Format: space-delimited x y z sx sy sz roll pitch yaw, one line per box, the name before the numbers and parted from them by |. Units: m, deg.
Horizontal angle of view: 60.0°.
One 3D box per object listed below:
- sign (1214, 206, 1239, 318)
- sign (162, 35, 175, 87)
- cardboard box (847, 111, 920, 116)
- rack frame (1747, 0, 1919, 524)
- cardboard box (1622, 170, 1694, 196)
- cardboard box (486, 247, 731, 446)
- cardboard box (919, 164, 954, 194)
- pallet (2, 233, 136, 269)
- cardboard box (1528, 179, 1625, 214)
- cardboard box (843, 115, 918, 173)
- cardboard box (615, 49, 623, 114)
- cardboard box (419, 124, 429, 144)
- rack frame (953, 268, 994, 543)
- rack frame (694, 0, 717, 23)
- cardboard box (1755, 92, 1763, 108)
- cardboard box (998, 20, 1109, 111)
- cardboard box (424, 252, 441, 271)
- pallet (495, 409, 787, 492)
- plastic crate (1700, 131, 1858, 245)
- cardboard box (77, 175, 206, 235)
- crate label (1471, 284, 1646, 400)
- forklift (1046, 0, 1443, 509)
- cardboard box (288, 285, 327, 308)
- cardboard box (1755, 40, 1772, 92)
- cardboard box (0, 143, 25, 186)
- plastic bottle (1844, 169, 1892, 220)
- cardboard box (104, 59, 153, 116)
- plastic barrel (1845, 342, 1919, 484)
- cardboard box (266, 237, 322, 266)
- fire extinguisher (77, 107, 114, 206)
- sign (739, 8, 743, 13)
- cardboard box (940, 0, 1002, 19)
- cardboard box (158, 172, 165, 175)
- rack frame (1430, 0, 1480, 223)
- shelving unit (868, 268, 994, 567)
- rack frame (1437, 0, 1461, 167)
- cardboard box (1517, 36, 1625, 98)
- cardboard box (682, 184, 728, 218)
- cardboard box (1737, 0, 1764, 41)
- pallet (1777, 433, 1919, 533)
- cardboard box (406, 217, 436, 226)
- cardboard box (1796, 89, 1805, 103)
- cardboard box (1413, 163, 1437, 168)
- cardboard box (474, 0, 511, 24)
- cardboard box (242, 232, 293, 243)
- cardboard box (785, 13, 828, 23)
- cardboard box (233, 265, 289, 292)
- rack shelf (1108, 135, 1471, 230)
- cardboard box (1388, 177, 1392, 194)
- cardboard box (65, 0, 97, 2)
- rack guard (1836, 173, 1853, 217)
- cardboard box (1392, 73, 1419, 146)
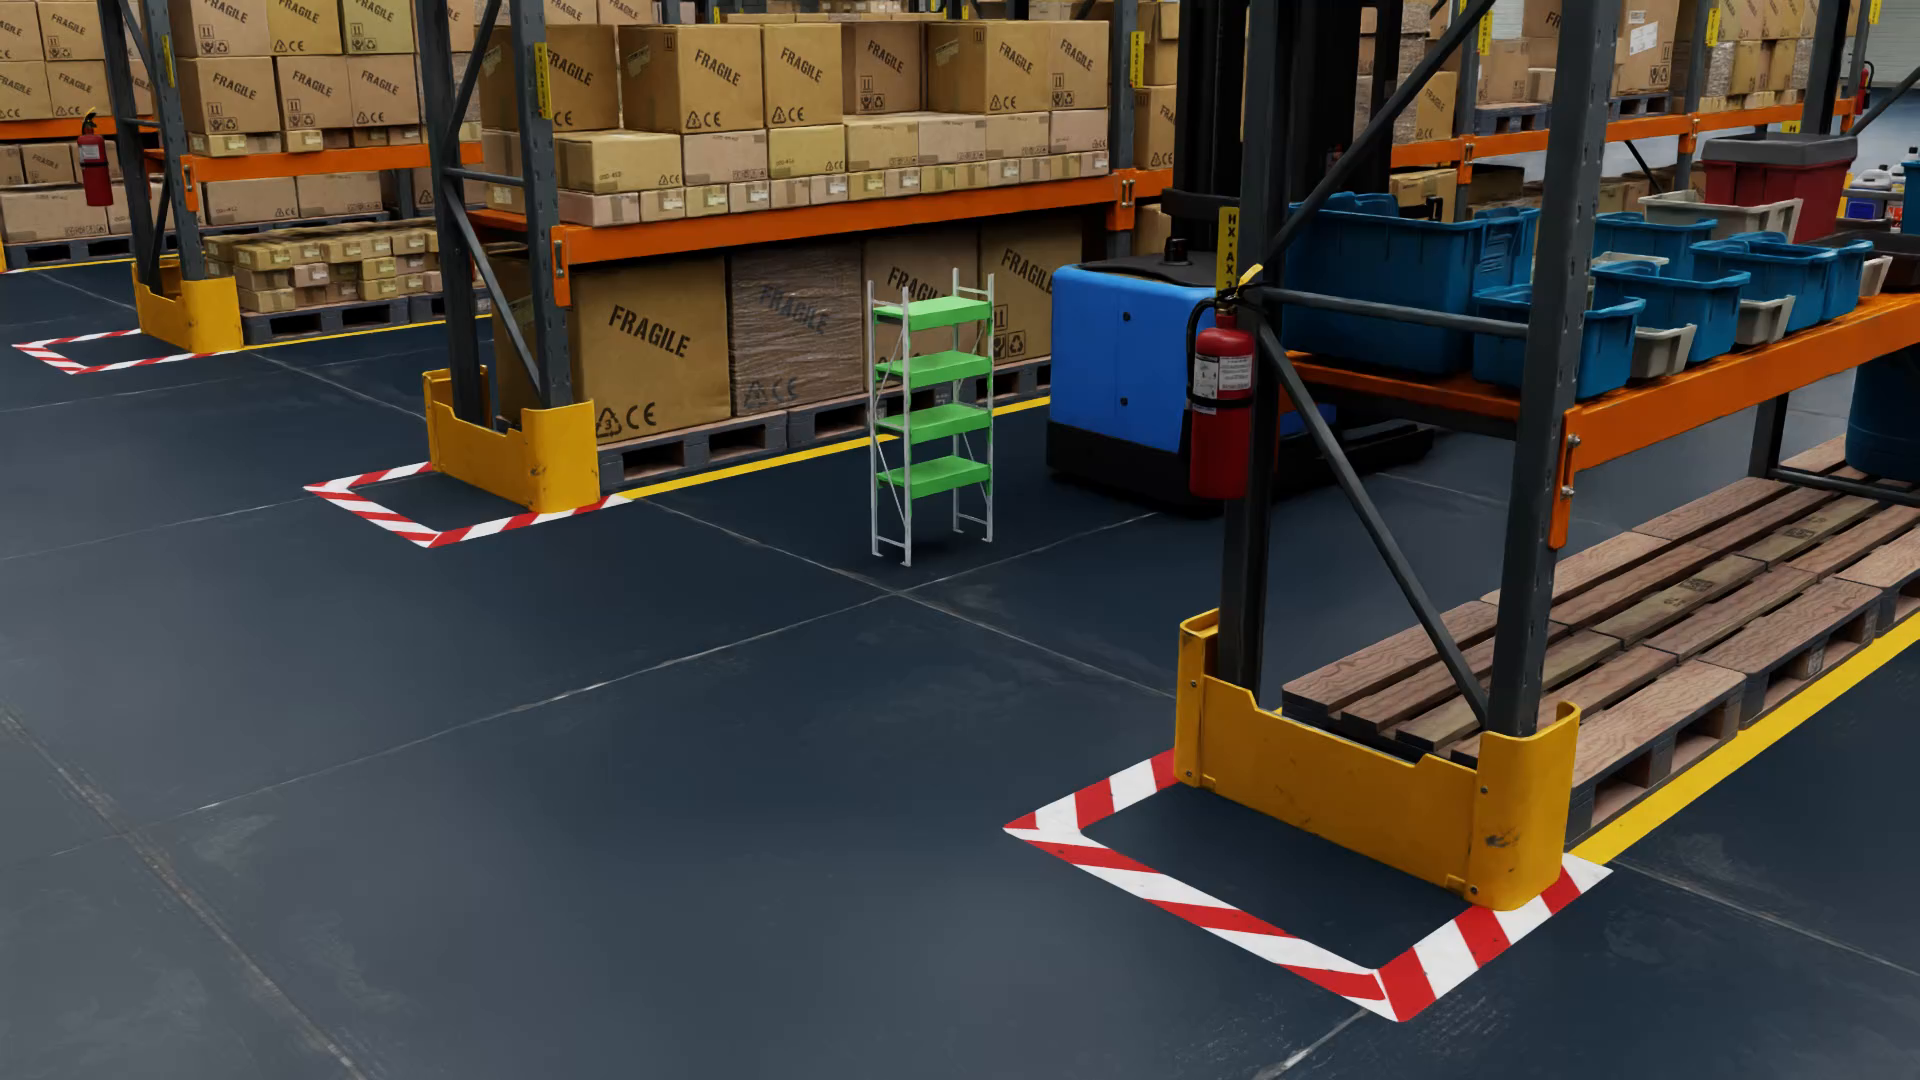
sign | 0.787 -0.801 4.827 0.005 0.325 0.100 -16 24 -41
sign | -5.188 -3.137 10.892 0.005 0.325 0.100 -16 24 -41
cardboard box | -0.578 -2.375 9.708 0.500 0.250 0.500 -16 24 -39
rack frame | 4.083 -1.451 7.097 0.127 3.000 1.000 -16 24 -41
cardboard box | 6.811 -3.343 16.303 0.500 0.500 0.500 17 25 42
cardboard box | -1.816 -1.056 8.643 0.875 0.875 0.875 -16 24 -41
cardboard box | -0.250 -2.031 9.293 0.250 0.149 0.380 -17 24 -42
pallet | -8.508 -2.795 15.763 1.213 0.211 1.003 -16 24 -41
cardboard box | 5.673 -3.054 15.381 0.500 0.500 0.700 -16 24 -41
cardboard box | -0.576 -2.154 9.025 0.500 0.250 0.500 -17 24 -42
cardboard box | -2.811 -3.717 13.442 0.500 0.500 0.500 -16 24 -41
cardboard box | -4.001 -3.064 12.479 0.250 0.149 0.380 -15 23 -39
rack frame | 0.057 -0.587 7.351 0.015 1.200 0.240 -16 24 -41
rack frame | -3.222 -5.630 19.984 0.127 3.000 1.000 -16 24 -41
cardboard box | 7.747 -4.385 16.554 0.250 0.149 0.380 -16 24 -41
cardboard box | 0.530 -2.831 9.897 0.500 0.500 0.500 -15 23 -39
cardboard box | -4.091 -2.176 12.793 0.250 0.149 0.380 -15 23 -38
pallet | -1.699 -0.574 8.913 1.213 0.211 1.003 -16 24 -41
plastic crate | 3.262 -1.377 6.668 0.583 0.464 0.402 -16 24 -41
cardboard box | -7.965 -3.273 16.191 0.875 0.438 0.875 -15 24 -39
crate label | 1.582 -0.531 4.433 0.303 0.233 0.416 -16 24 -41
forklift | 1.881 -1.896 8.580 3.031 2.935 1.130 -15 23 -38
cardboard box | -4.826 -1.803 12.124 0.250 0.149 0.380 -16 24 -41
cardboard box | 7.544 -4.753 16.638 0.500 0.500 0.875 -16 24 -41
cardboard box | -11.290 -4.337 19.371 0.500 0.500 0.700 -15 23 -39
plastic bottle | 4.147 -1.548 7.597 0.135 0.276 0.152 -16 24 -41
cardboard box | -7.758 -4.236 15.526 0.500 0.500 0.500 -16 24 -41
plastic barrel | 4.490 -0.764 7.700 0.708 0.901 0.600 -16 24 -41
cardboard box | -4.829 -2.093 12.055 0.250 0.149 0.380 -16 24 -40
fire extinguisher | -6.061 -2.682 11.624 0.183 0.674 0.296 -16 24 -41
sign | -3.349 -7.982 25.492 0.005 0.325 0.100 -16 24 -41
cardboard box | 0.153 -7.186 22.521 0.500 0.500 0.700 -17 24 -41
cardboard box | -9.744 -4.553 20.606 0.380 0.149 0.250 17 25 42
rack frame | 3.587 -3.409 13.135 0.127 3.000 1.000 -16 24 -41
shelving unit | -0.120 -0.536 7.191 0.503 1.200 0.258 -16 24 -41
rack frame | 6.065 -6.237 21.857 0.127 3.000 1.000 -16 24 -41
cardboard box | 5.297 -4.117 14.471 0.637 0.503 0.797 -13 22 -35
cardboard box | -1.370 -1.704 8.285 0.250 0.149 0.380 -17 25 -42
cardboard box | 7.357 -5.066 15.979 0.500 0.500 0.500 -16 24 -41
pallet | 4.672 -0.279 8.002 1.213 0.211 1.003 -16 24 -41
cardboard box | -4.200 -2.469 13.212 0.250 0.149 0.380 -16 24 -41
cardboard box | 8.604 -4.667 17.423 0.250 0.149 0.380 -16 24 -41
cardboard box | 5.618 -5.267 21.631 0.875 0.875 0.875 -16 24 -40
cardboard box | -3.563 -3.983 12.639 0.500 0.500 0.500 -15 24 -39
cardboard box | -5.128 -2.182 12.329 0.250 0.149 0.380 -16 24 -40
cardboard box | -1.981 -6.288 20.689 0.500 0.500 0.500 -16 24 -40
cardboard box | -5.003 -1.885 11.894 0.250 0.149 0.380 -15 23 -39
rack shelf | 2.134 -2.643 11.938 4.000 0.370 1.077 -16 24 -41
cardboard box | 2.418 -2.269 12.384 0.875 0.875 1.225 -16 24 -41
cardboard box | -7.999 -4.940 15.022 0.380 0.149 0.250 17 25 42
rack guard | 9.344 -3.899 18.699 0.348 0.500 1.175 -16 24 -41
cardboard box | 3.032 -3.192 12.304 0.500 0.500 0.500 -17 24 -41
